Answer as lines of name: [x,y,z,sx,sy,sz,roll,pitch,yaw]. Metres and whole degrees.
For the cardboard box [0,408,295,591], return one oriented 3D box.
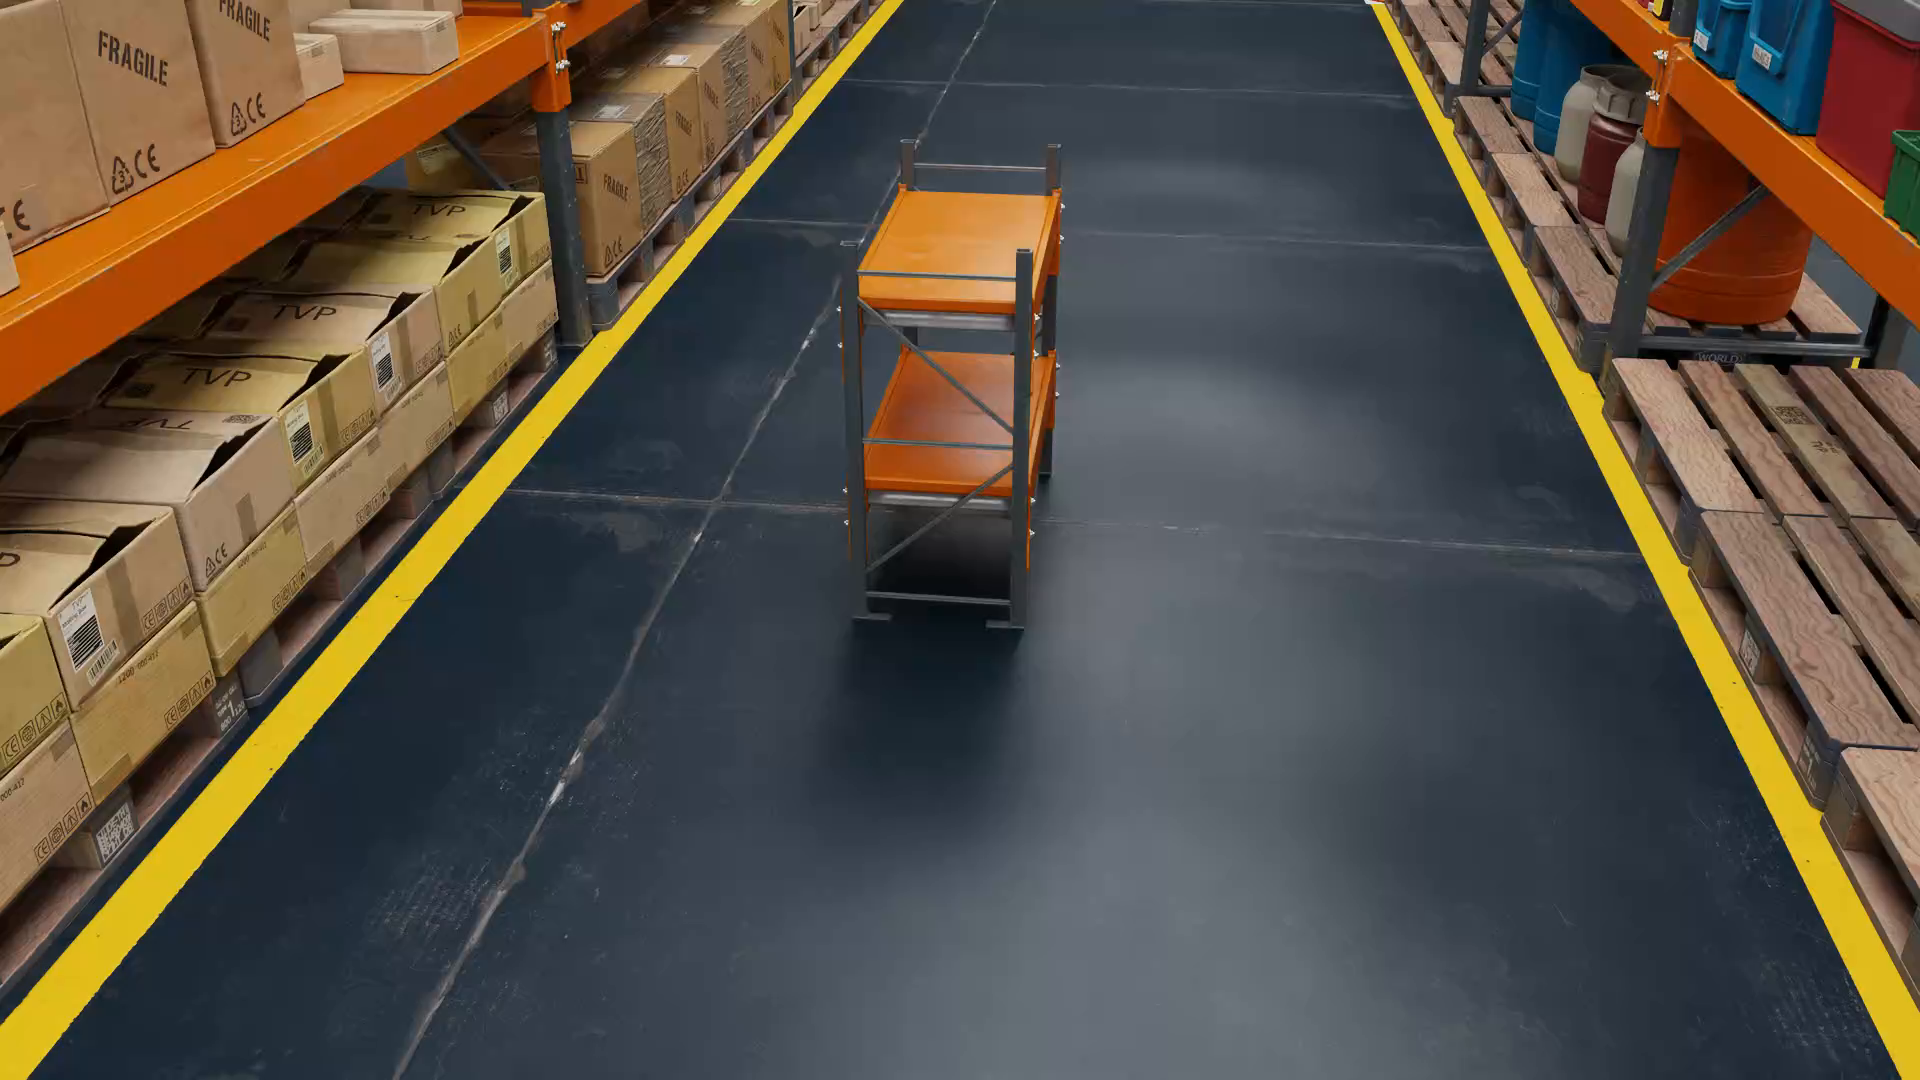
cardboard box: [-2.060,-0.137,4.207,0.500,0.311,0.500,2,28,5]

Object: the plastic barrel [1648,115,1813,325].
plastic barrel: [2.962,-1.311,6.366,0.600,0.830,0.708,3,28,6]

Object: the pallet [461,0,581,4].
pallet: [-1.983,-2.379,6.705,1.213,0.211,1.003,3,28,6]

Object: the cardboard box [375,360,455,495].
cardboard box: [-1.943,-0.373,5.236,0.500,0.250,0.500,4,29,7]

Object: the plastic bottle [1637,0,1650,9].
plastic bottle: [2.574,-2.123,6.151,0.061,0.283,0.133,3,28,6]

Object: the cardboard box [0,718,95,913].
cardboard box: [-2.191,0.593,3.443,0.500,0.250,0.500,3,28,5]

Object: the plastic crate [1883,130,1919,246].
plastic crate: [2.362,-0.710,3.629,0.450,0.188,0.662,3,28,6]

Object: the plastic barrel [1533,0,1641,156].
plastic barrel: [3.239,-2.406,8.323,0.600,0.901,0.708,3,28,6]

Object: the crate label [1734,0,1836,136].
crate label: [2.529,-1.414,4.674,0.502,0.435,0.616,3,28,6]

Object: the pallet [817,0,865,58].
pallet: [-1.274,-3.694,11.885,1.003,0.211,1.213,3,28,6]

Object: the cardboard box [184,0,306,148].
cardboard box: [-2.186,-1.393,4.568,0.500,0.500,0.500,2,28,3]

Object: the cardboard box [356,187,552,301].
cardboard box: [-1.816,-1.100,5.995,0.500,0.311,0.500,4,29,8]

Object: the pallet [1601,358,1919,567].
pallet: [2.786,-0.260,5.510,1.003,0.211,1.213,3,28,6]

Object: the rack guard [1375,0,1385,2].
rack guard: [3.890,-4.528,13.127,1.175,0.500,0.348,3,28,6]

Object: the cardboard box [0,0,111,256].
cardboard box: [-2.311,-0.910,3.670,0.500,0.500,0.500,5,29,10]

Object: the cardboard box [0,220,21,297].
cardboard box: [-2.175,-0.552,3.376,0.380,0.149,0.250,3,28,6]

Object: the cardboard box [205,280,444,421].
cardboard box: [-1.938,-0.618,5.099,0.500,0.311,0.500,3,28,6]

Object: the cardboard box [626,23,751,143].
cardboard box: [-1.413,-2.399,8.712,0.500,0.500,0.500,4,29,7]

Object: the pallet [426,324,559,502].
pallet: [-2.136,-0.527,6.006,1.003,0.211,1.213,3,28,6]

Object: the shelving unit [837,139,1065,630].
shelving unit: [0.001,-0.498,4.989,0.538,1.125,1.048,3,28,6]

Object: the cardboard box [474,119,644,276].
cardboard box: [-1.657,-1.431,6.915,0.500,0.500,0.500,5,29,8]

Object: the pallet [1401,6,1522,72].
pallet: [3.608,-3.430,11.394,1.003,0.211,1.213,3,28,6]

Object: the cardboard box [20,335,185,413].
cardboard box: [-2.535,-0.402,4.698,0.500,0.311,0.500,3,28,6]

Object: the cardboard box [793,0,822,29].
cardboard box: [-1.144,-3.562,11.222,0.380,0.166,0.250,3,28,6]

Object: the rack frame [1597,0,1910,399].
rack frame: [2.919,-1.850,5.522,1.000,3.000,0.127,3,28,6]

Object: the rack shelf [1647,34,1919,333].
rack shelf: [2.674,-0.592,3.945,1.077,0.370,4.000,3,28,6]

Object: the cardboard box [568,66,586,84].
cardboard box: [-2.051,-1.931,7.842,0.500,0.500,0.500,2,28,4]

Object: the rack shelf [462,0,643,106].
rack shelf: [-1.751,-2.765,7.977,1.077,0.370,4.000,3,28,6]

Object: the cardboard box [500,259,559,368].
cardboard box: [-1.819,-0.852,6.126,0.500,0.250,0.500,4,29,7]

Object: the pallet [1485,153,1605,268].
pallet: [3.127,-1.569,7.939,1.003,0.211,1.213,3,28,6]

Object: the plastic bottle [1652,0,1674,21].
plastic bottle: [2.546,-2.014,5.949,0.061,0.283,0.133,3,28,6]

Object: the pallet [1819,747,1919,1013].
pallet: [2.487,0.888,3.379,1.003,0.211,1.213,3,28,6]

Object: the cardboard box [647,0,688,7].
cardboard box: [-1.807,-2.902,9.646,0.500,0.500,0.500,2,28,4]

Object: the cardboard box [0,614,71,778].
cardboard box: [-2.188,0.342,3.318,0.500,0.311,0.500,3,29,6]

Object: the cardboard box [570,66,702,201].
cardboard box: [-1.532,-1.913,7.810,0.500,0.500,0.500,3,28,6]

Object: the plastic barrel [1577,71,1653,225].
plastic barrel: [3.101,-1.736,7.410,0.600,0.588,0.708,3,28,6]

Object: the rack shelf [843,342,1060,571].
rack shelf: [0.001,-0.283,5.105,0.538,0.278,1.000,3,28,6]

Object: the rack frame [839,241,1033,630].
rack frame: [-0.061,-0.259,4.545,0.500,1.125,0.032,3,28,6]

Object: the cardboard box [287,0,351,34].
cardboard box: [-2.298,-1.691,5.320,0.500,0.311,0.500,3,28,6]

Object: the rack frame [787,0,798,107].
rack frame: [-1.506,-4.023,9.554,1.000,3.000,0.127,3,28,6]

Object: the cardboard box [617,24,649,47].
cardboard box: [-1.930,-2.416,8.743,0.500,0.500,0.500,4,29,7]

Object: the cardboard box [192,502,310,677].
cardboard box: [-2.066,0.109,4.342,0.500,0.250,0.500,3,28,5]

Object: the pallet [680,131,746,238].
pallet: [-1.715,-1.834,8.432,1.003,0.211,1.213,3,28,6]

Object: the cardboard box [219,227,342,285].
cardboard box: [-2.408,-0.884,5.593,0.500,0.311,0.500,3,28,5]

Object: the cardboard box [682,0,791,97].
cardboard box: [-1.282,-2.867,9.581,0.500,0.500,0.500,3,28,6]

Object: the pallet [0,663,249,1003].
pallet: [-2.435,0.622,3.874,1.003,0.211,1.213,3,28,6]

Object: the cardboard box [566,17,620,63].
cardboard box: [-1.991,-2.526,8.156,0.500,0.250,0.500,3,28,5]
